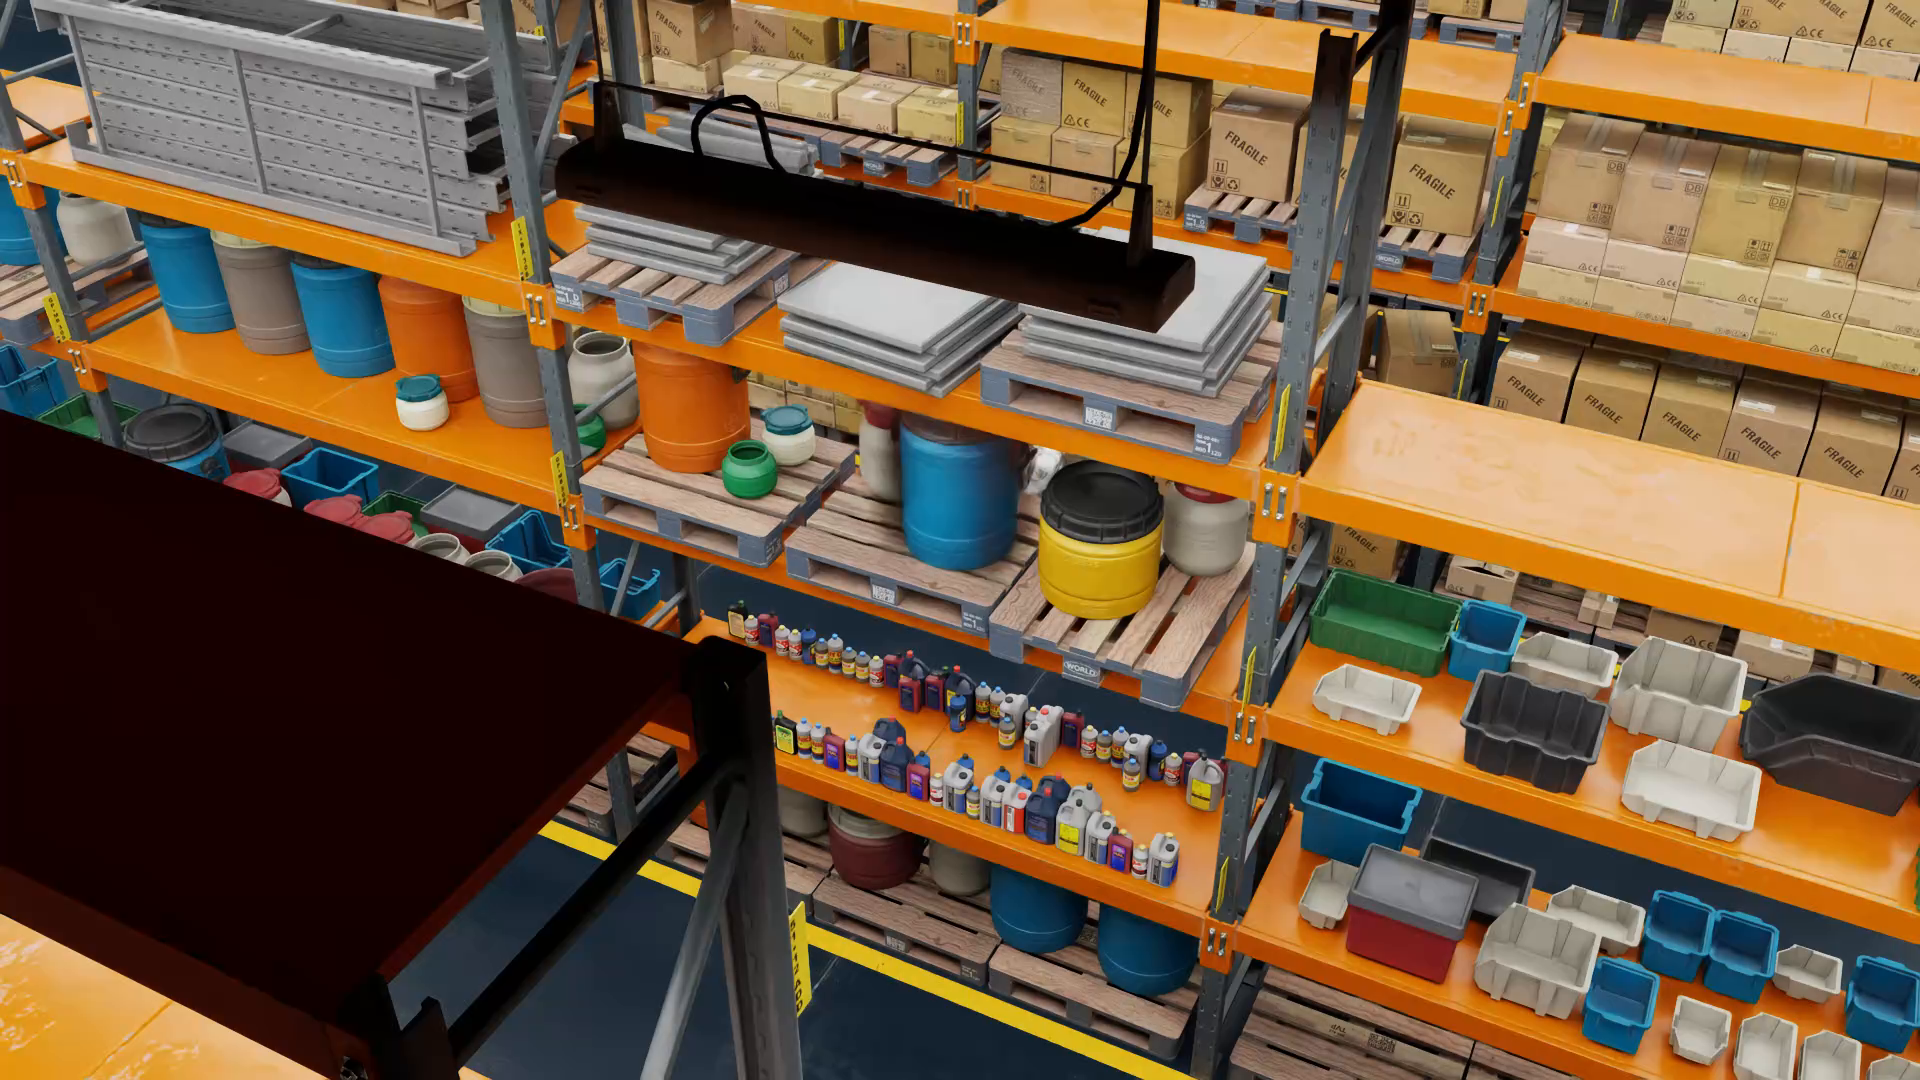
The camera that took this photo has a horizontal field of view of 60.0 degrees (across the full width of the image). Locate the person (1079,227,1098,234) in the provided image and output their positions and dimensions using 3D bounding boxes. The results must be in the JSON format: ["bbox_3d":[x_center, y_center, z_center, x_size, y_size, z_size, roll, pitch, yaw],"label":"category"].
[{"bbox_3d":[1.402,-2.515,15.945,0.753,1.762,0.669,7,36,10],"label":"person"}]

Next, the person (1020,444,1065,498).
[{"bbox_3d":[0.491,-0.322,12.912,0.717,1.673,0.516,8,36,11],"label":"person"}]
